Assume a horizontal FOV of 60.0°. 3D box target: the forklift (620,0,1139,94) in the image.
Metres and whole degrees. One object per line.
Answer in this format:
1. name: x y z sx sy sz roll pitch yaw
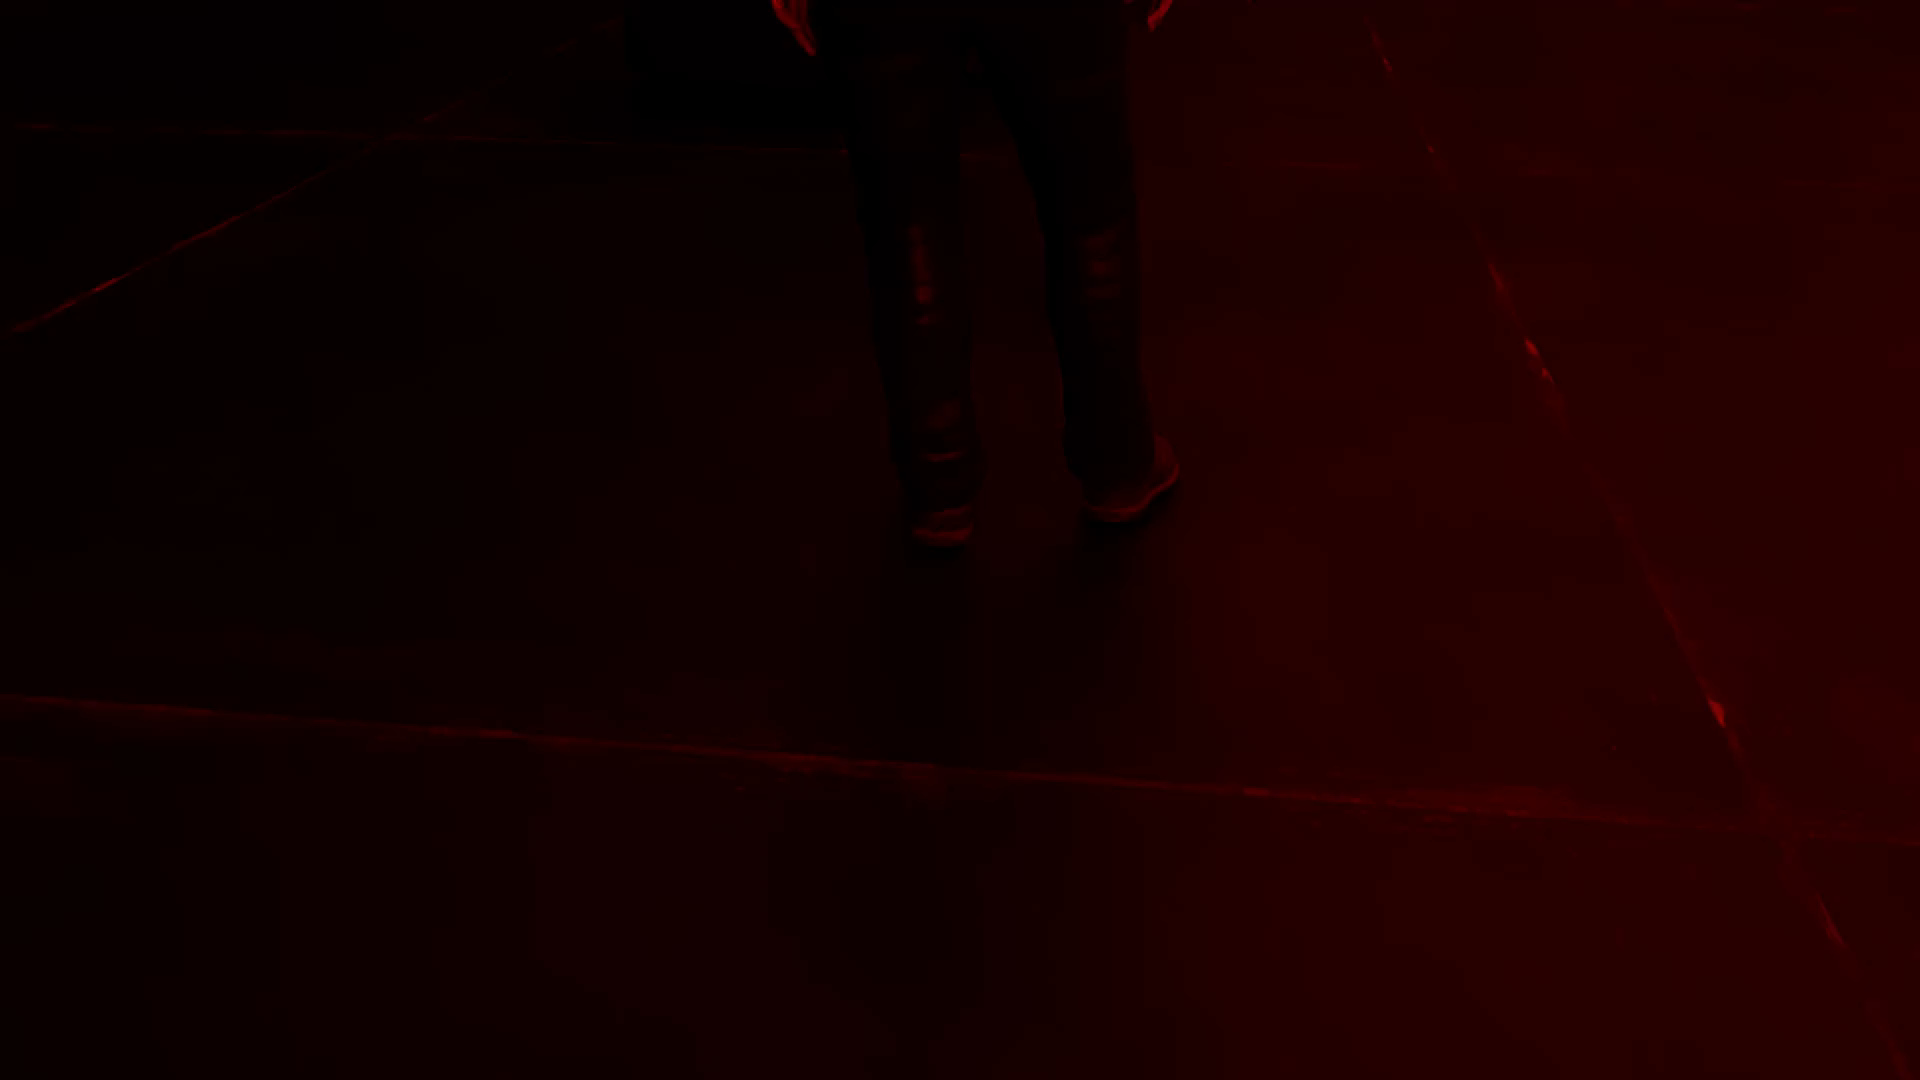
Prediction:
1. forklift: 0.036 -3.268 5.767 1.130 2.935 3.031 13 29 24

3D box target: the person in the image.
1. person: 0.034 -0.782 2.206 0.599 1.650 0.502 3 27 7
